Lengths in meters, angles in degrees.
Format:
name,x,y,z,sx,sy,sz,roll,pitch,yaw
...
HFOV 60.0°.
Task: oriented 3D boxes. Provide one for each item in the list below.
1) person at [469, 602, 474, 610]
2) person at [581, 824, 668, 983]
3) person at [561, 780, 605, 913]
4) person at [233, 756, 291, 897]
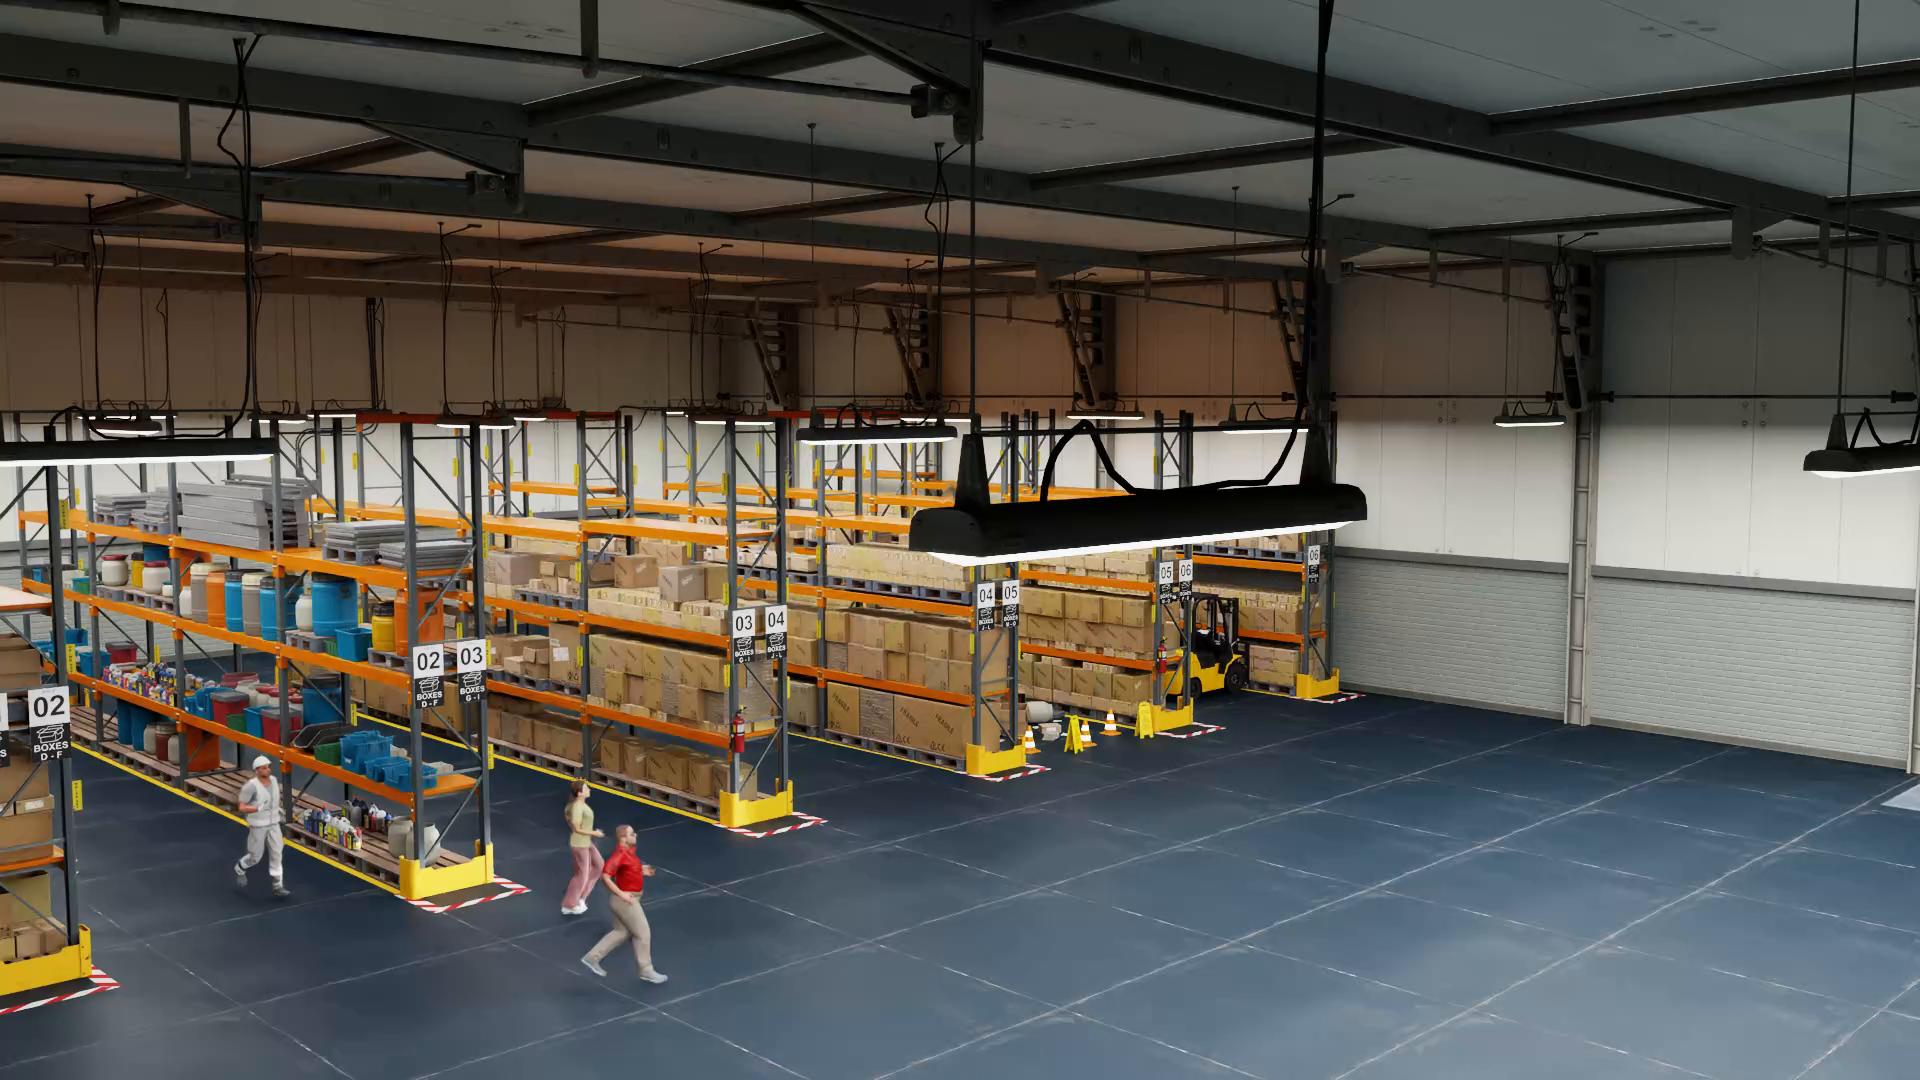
name,x,y,z,sx,sy,sz,roll,pitch,yaw
person,-10.900,2.237,37.248,0.684,1.750,0.679,5,7,44
person,-3.622,3.916,17.924,0.891,1.741,0.651,-1,5,-16
person,-4.612,3.745,20.327,0.540,1.670,0.570,-1,5,-12
person,-8.814,3.600,20.977,0.957,1.775,0.656,3,6,32
